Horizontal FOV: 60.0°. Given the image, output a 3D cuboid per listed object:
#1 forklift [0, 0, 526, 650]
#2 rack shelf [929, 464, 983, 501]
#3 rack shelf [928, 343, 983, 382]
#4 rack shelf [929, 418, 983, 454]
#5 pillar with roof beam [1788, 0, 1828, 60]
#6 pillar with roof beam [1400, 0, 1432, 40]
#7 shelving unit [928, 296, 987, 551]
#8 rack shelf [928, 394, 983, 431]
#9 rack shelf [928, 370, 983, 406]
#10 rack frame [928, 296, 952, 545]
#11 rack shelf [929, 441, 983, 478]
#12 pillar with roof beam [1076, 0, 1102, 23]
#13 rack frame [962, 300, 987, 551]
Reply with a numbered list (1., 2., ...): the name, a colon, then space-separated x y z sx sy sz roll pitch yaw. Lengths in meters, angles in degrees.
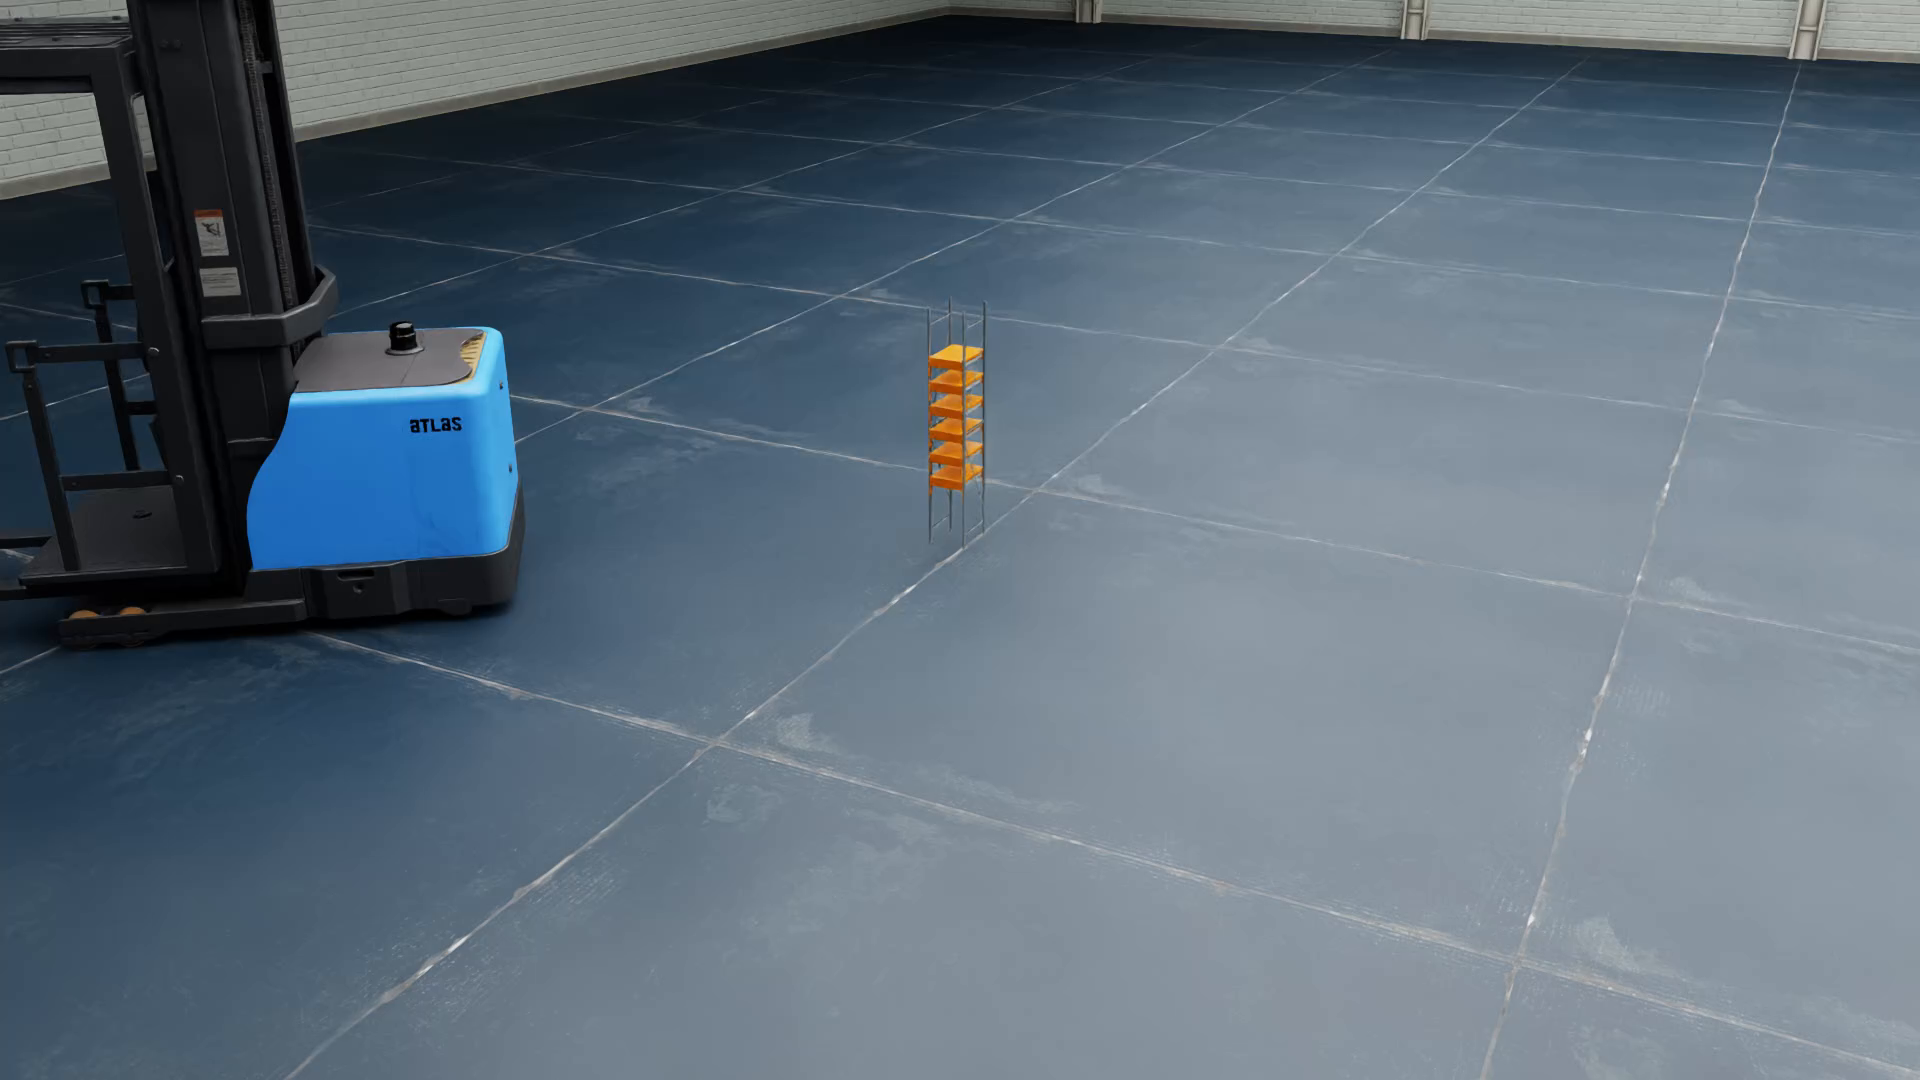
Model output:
1. forklift: -3.574 -1.100 7.091 3.031 2.935 1.130 -4 23 -9
2. rack shelf: -0.013 -0.293 8.133 0.180 0.103 0.258 11 25 25
3. rack shelf: -0.013 -0.845 7.898 0.180 0.103 0.258 11 25 25
4. rack shelf: -0.013 -0.514 8.039 0.180 0.103 0.258 11 25 25
5. pillar with roof beam: 11.151 -10.120 20.547 0.400 9.000 9.100 11 25 25
6. pillar with roof beam: 5.797 -11.179 23.039 0.400 9.000 9.100 11 25 25
7. shelving unit: -0.013 -0.555 8.021 0.189 1.200 0.258 11 25 25
8. rack shelf: -0.013 -0.624 7.992 0.180 0.103 0.258 11 25 25
9. rack shelf: -0.013 -0.735 7.945 0.180 0.103 0.258 11 25 25
10. rack frame: -0.095 -0.571 8.059 0.006 1.200 0.240 11 25 25
11. rack shelf: -0.013 -0.403 8.086 0.180 0.103 0.258 11 25 25
12. pillar with roof beam: 0.442 -12.239 25.530 0.400 9.000 9.100 11 25 25
13. rack frame: 0.069 -0.539 7.983 0.006 1.200 0.240 11 25 25
